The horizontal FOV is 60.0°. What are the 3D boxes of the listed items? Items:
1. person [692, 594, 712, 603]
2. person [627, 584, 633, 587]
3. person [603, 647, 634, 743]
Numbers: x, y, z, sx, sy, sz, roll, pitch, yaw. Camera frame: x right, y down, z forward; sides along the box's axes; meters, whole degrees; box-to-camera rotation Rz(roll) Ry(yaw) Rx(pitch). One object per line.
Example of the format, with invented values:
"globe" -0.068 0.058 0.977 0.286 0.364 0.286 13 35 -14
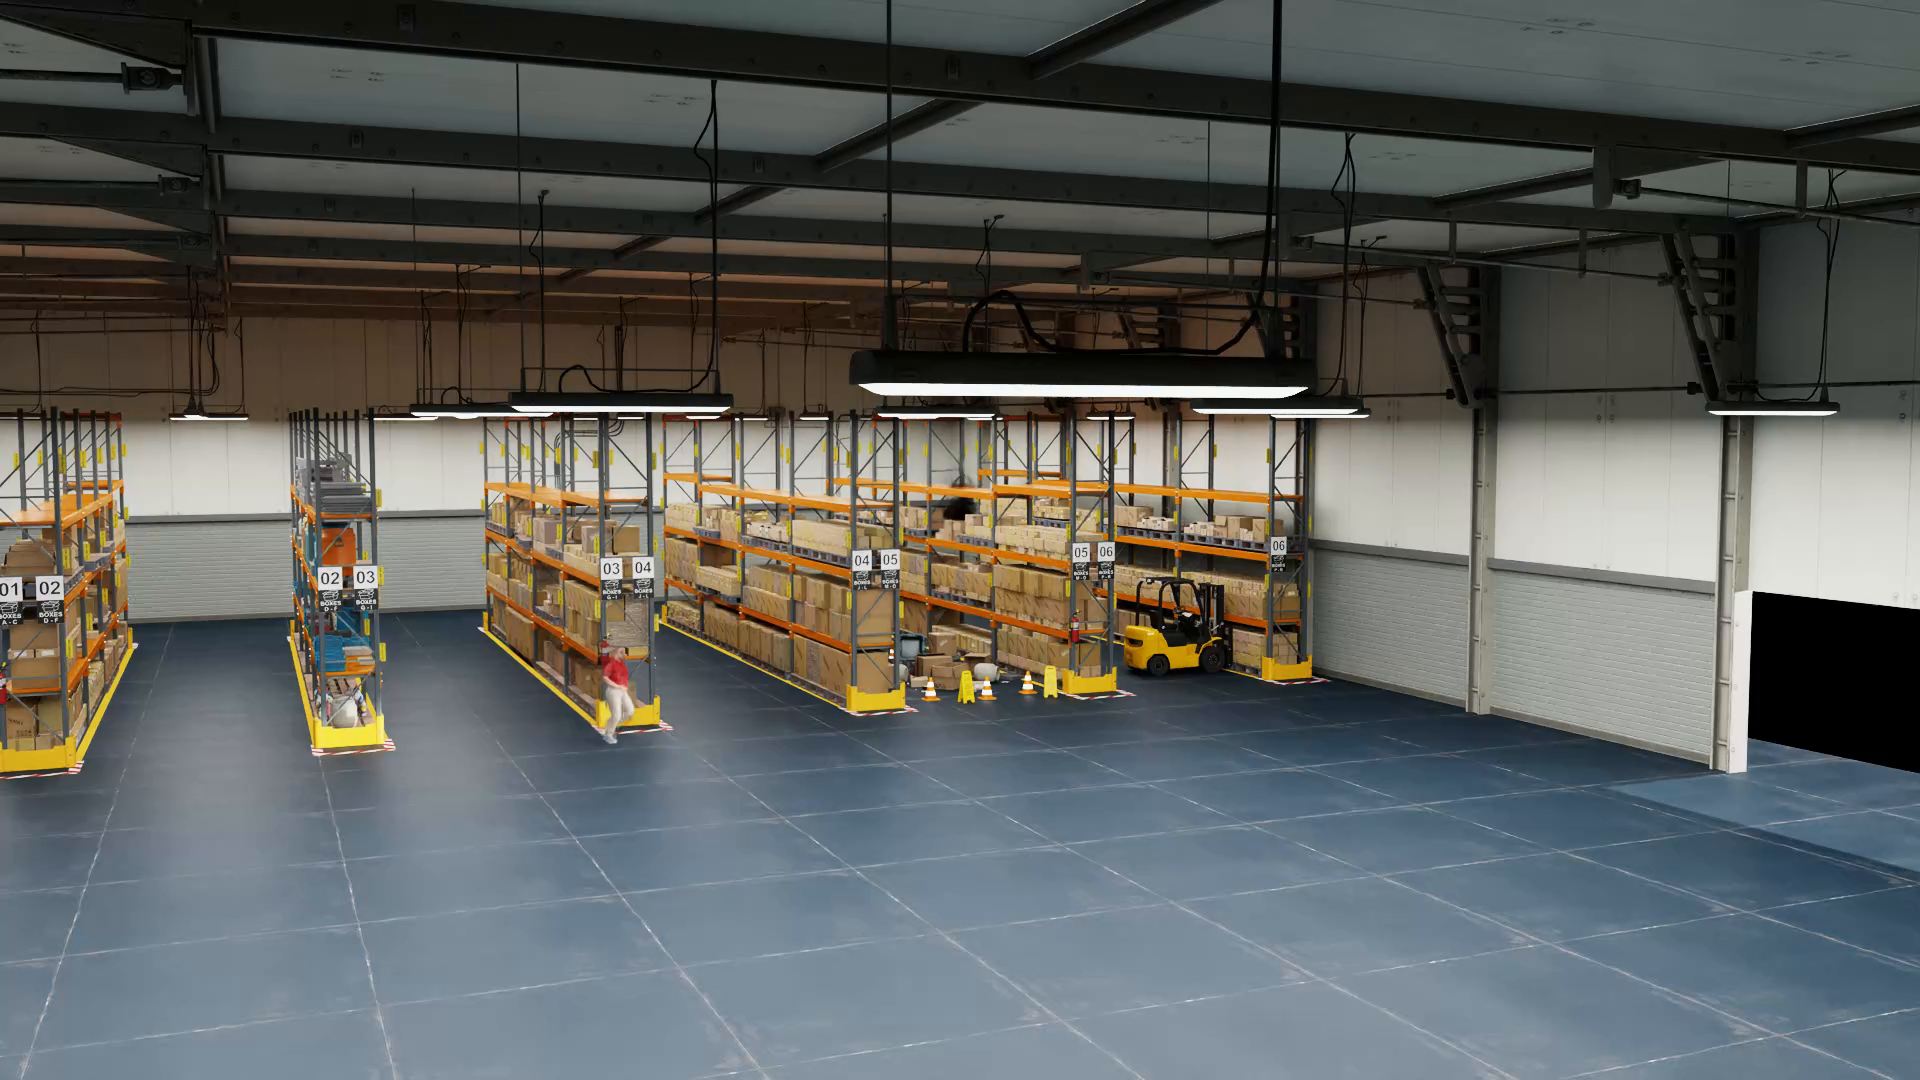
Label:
"person" -7.685 1.467 49.317 0.735 1.682 0.632 2 4 27
"person" -9.599 1.546 47.330 0.702 1.764 0.880 0 4 3
"person" -6.141 2.786 30.019 0.546 1.689 0.680 2 4 22
